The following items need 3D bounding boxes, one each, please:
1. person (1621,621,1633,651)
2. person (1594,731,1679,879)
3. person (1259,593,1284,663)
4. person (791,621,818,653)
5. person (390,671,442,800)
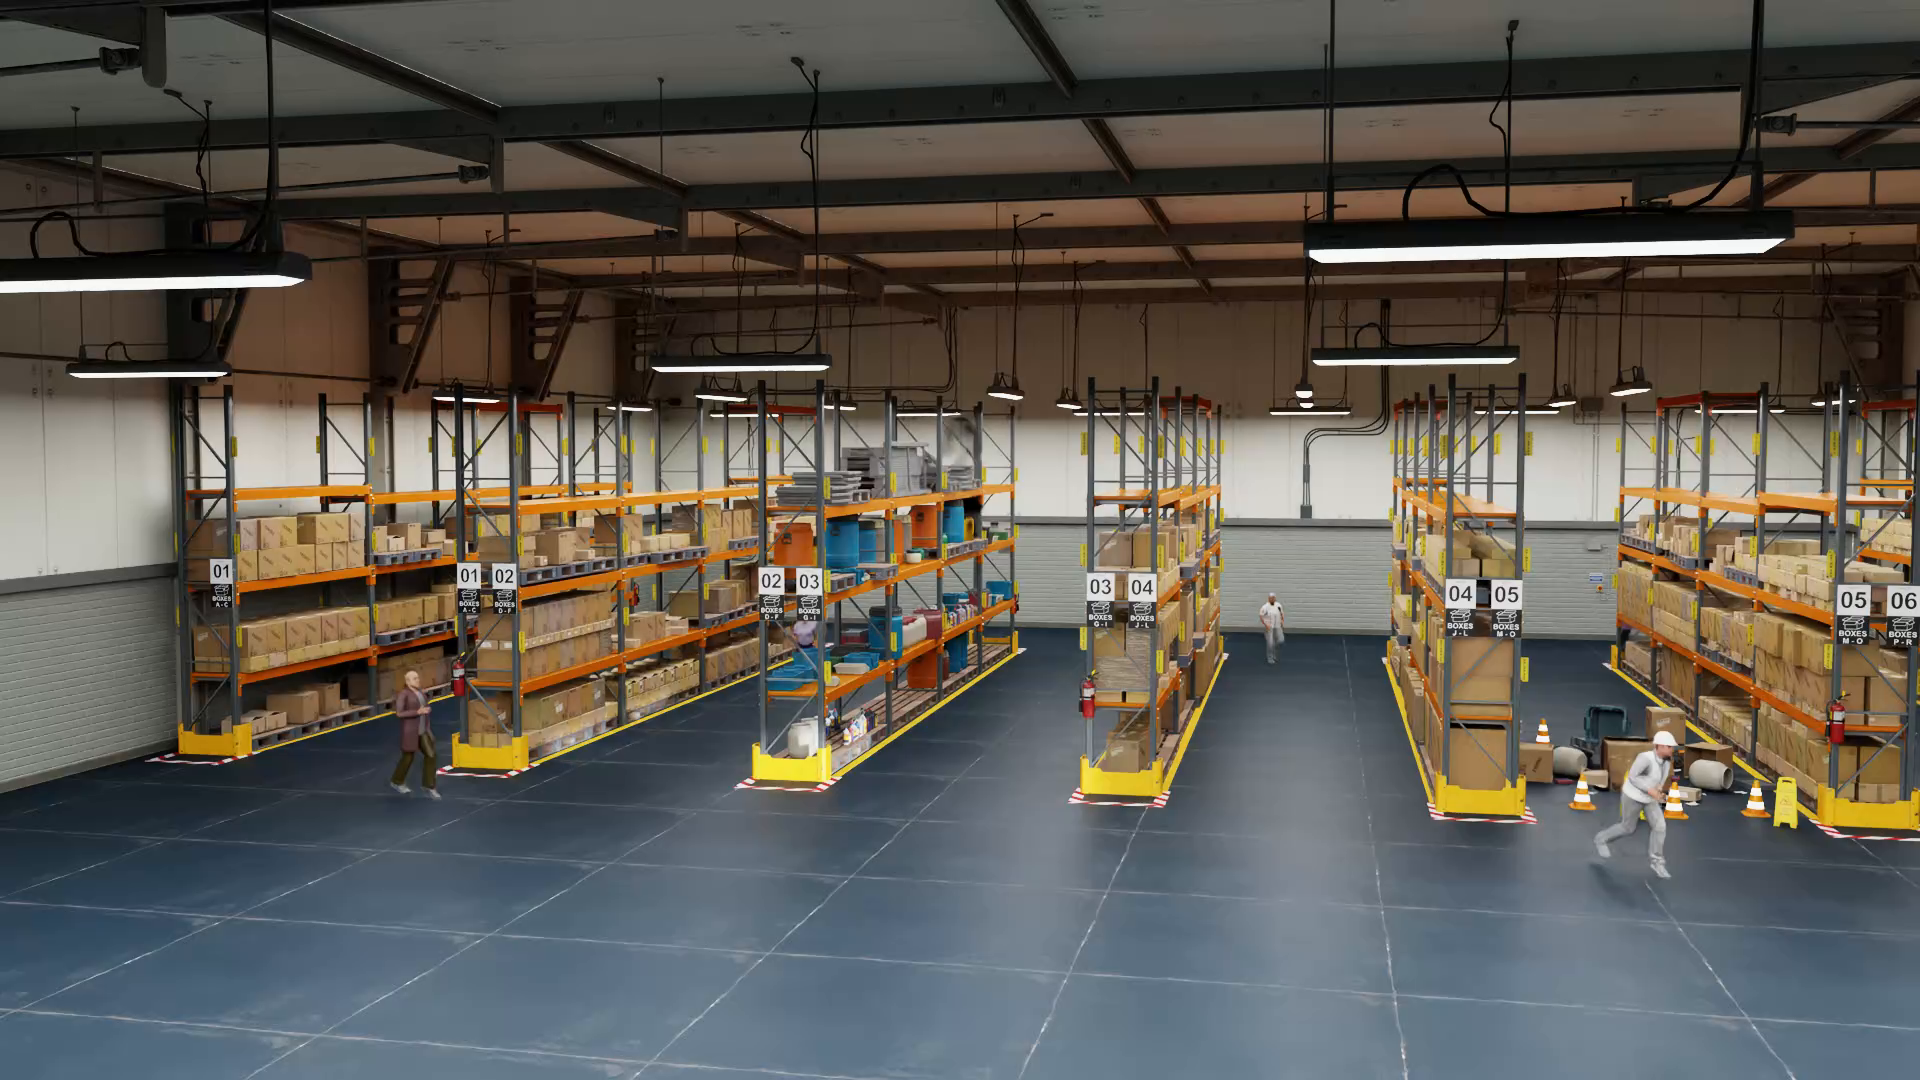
[{"bbox_3d":[15.603,2.070,38.792,0.717,1.546,0.581,2,4,26],"label":"person"},{"bbox_3d":[7.999,3.072,19.668,0.697,1.732,1.045,-2,4,-37],"label":"person"},{"bbox_3d":[7.268,2.042,38.516,0.632,1.636,0.507,-1,3,-10],"label":"person"},{"bbox_3d":[-3.205,2.274,34.467,0.595,1.601,0.561,0,3,3],"label":"person"},{"bbox_3d":[-7.795,2.782,23.696,0.850,1.840,0.693,2,4,29],"label":"person"}]
